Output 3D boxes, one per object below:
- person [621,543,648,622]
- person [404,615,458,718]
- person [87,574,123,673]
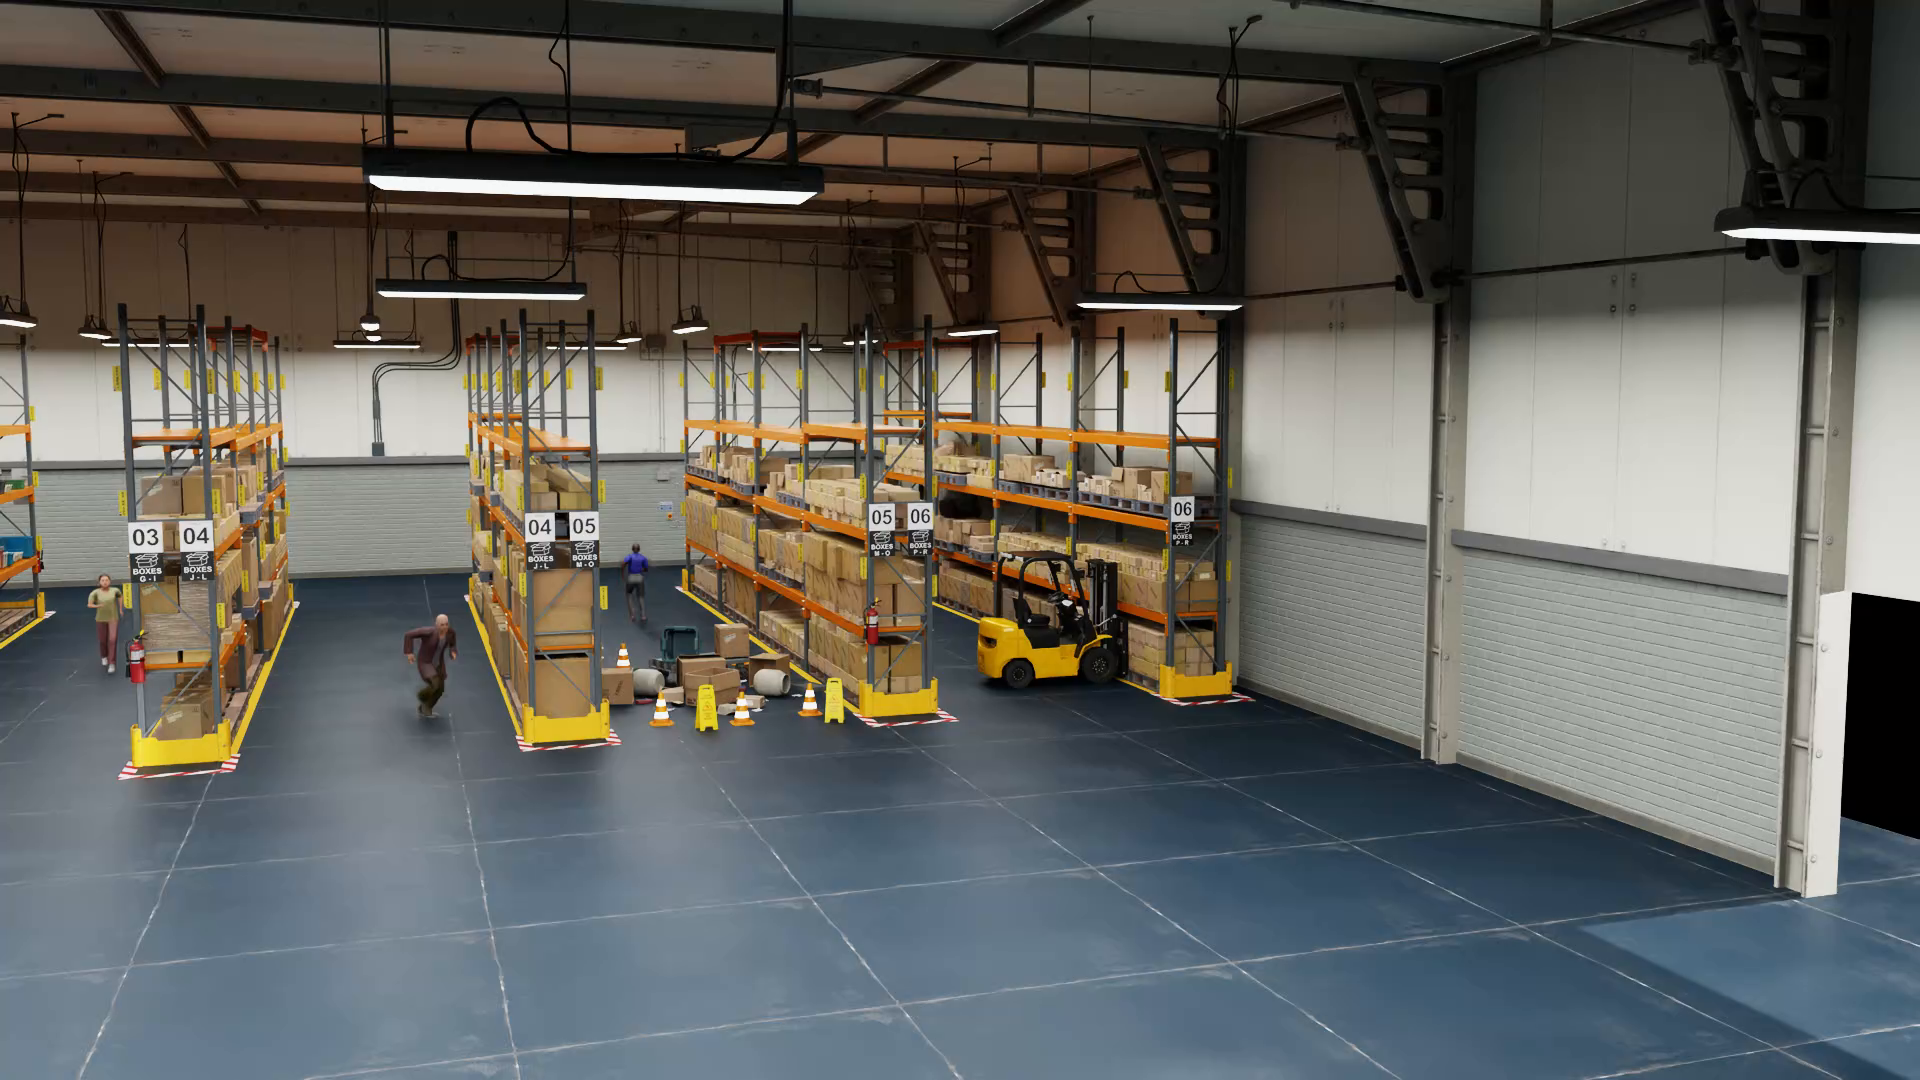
[{"bbox_3d":[-6.779,0.903,34.651,0.588,1.651,0.861,-2,6,-18],"label":"person"},{"bbox_3d":[-7.807,1.907,24.581,0.911,1.540,0.739,5,7,40],"label":"person"},{"bbox_3d":[-14.800,1.410,28.826,0.562,1.678,0.948,-3,6,-29],"label":"person"}]
